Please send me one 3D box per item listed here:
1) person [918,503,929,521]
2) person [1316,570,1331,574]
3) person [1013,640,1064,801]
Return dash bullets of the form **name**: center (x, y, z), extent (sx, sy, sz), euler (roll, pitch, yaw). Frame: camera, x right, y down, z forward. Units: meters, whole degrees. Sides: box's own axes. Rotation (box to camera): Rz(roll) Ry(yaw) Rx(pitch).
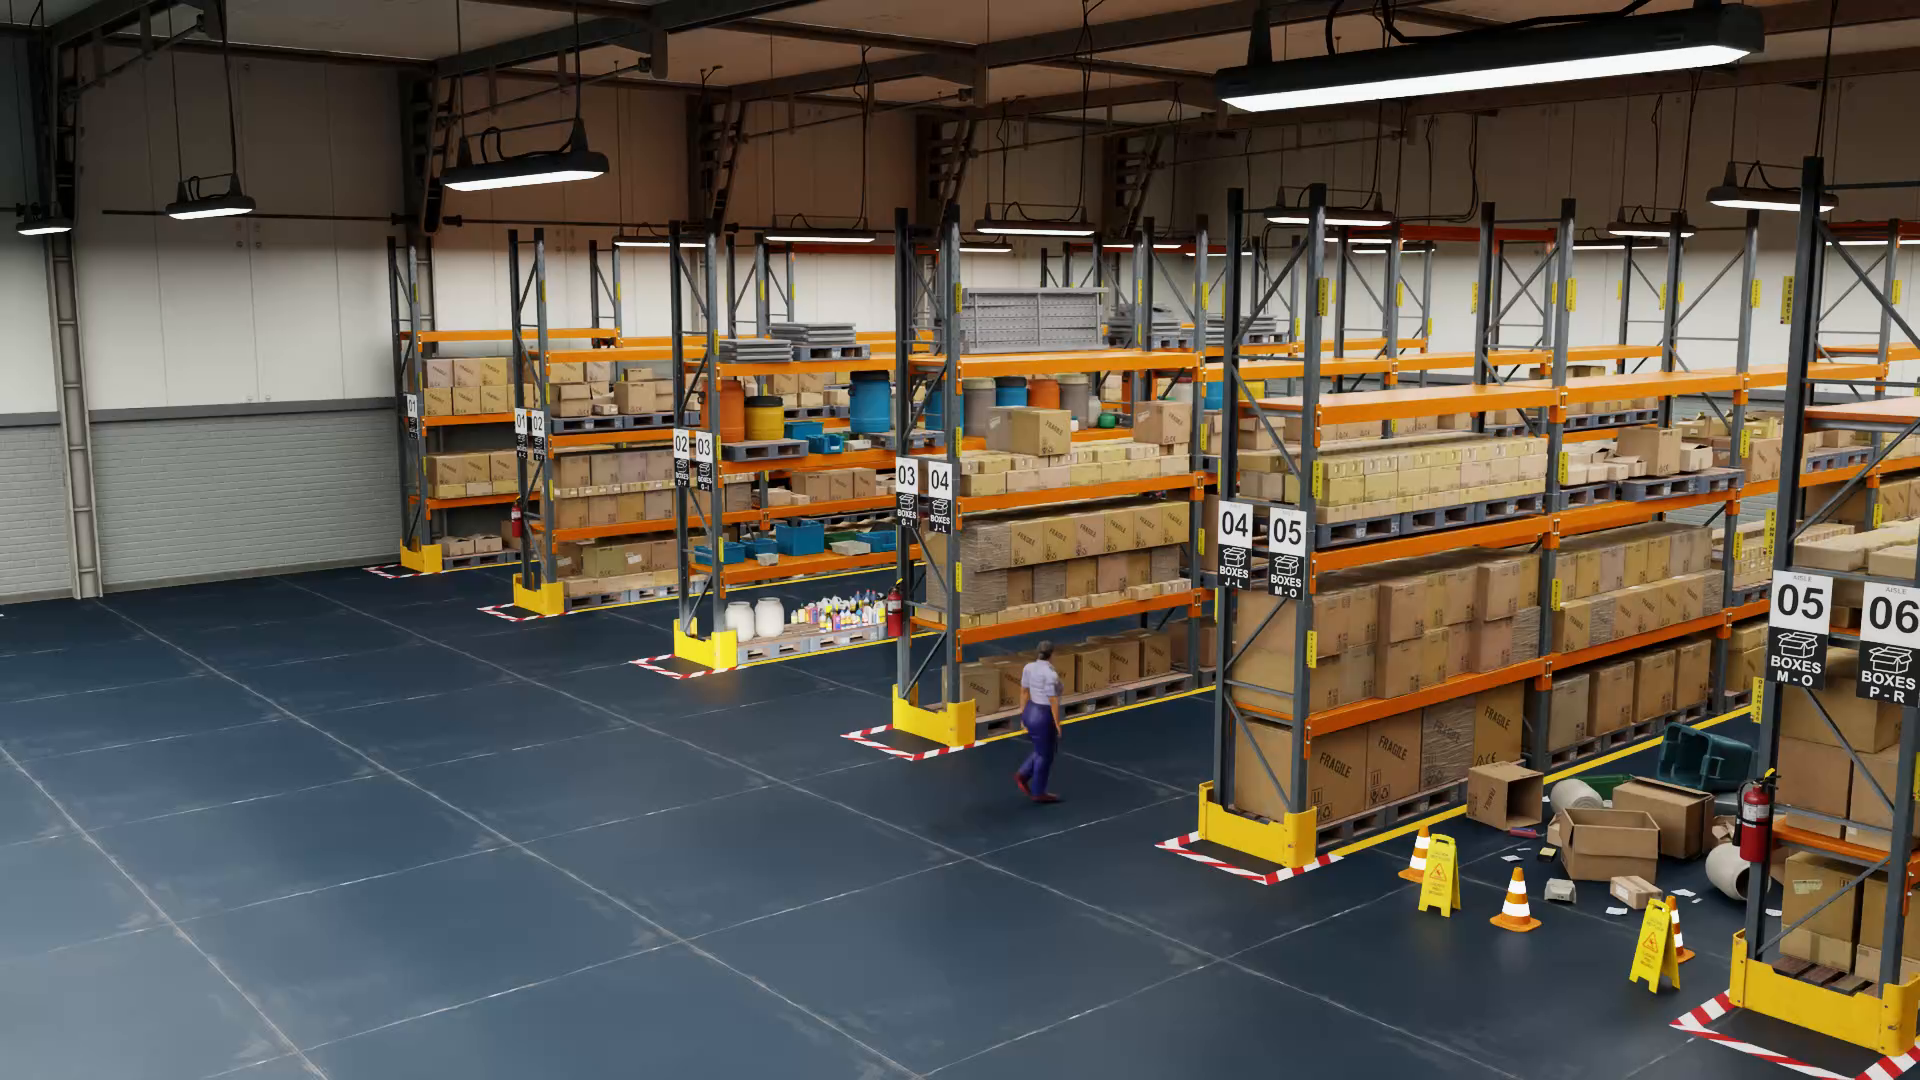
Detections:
- **person**: center (-0.796, -0.813, 33.504), extent (1.021, 1.683, 0.494), euler (-6, 11, -34)
- **person**: center (4.408, 1.175, 20.734), extent (0.498, 1.697, 0.469), euler (1, 9, 7)
- **person**: center (0.796, 1.805, 16.612), extent (0.475, 1.643, 0.475), euler (-2, 9, -12)
